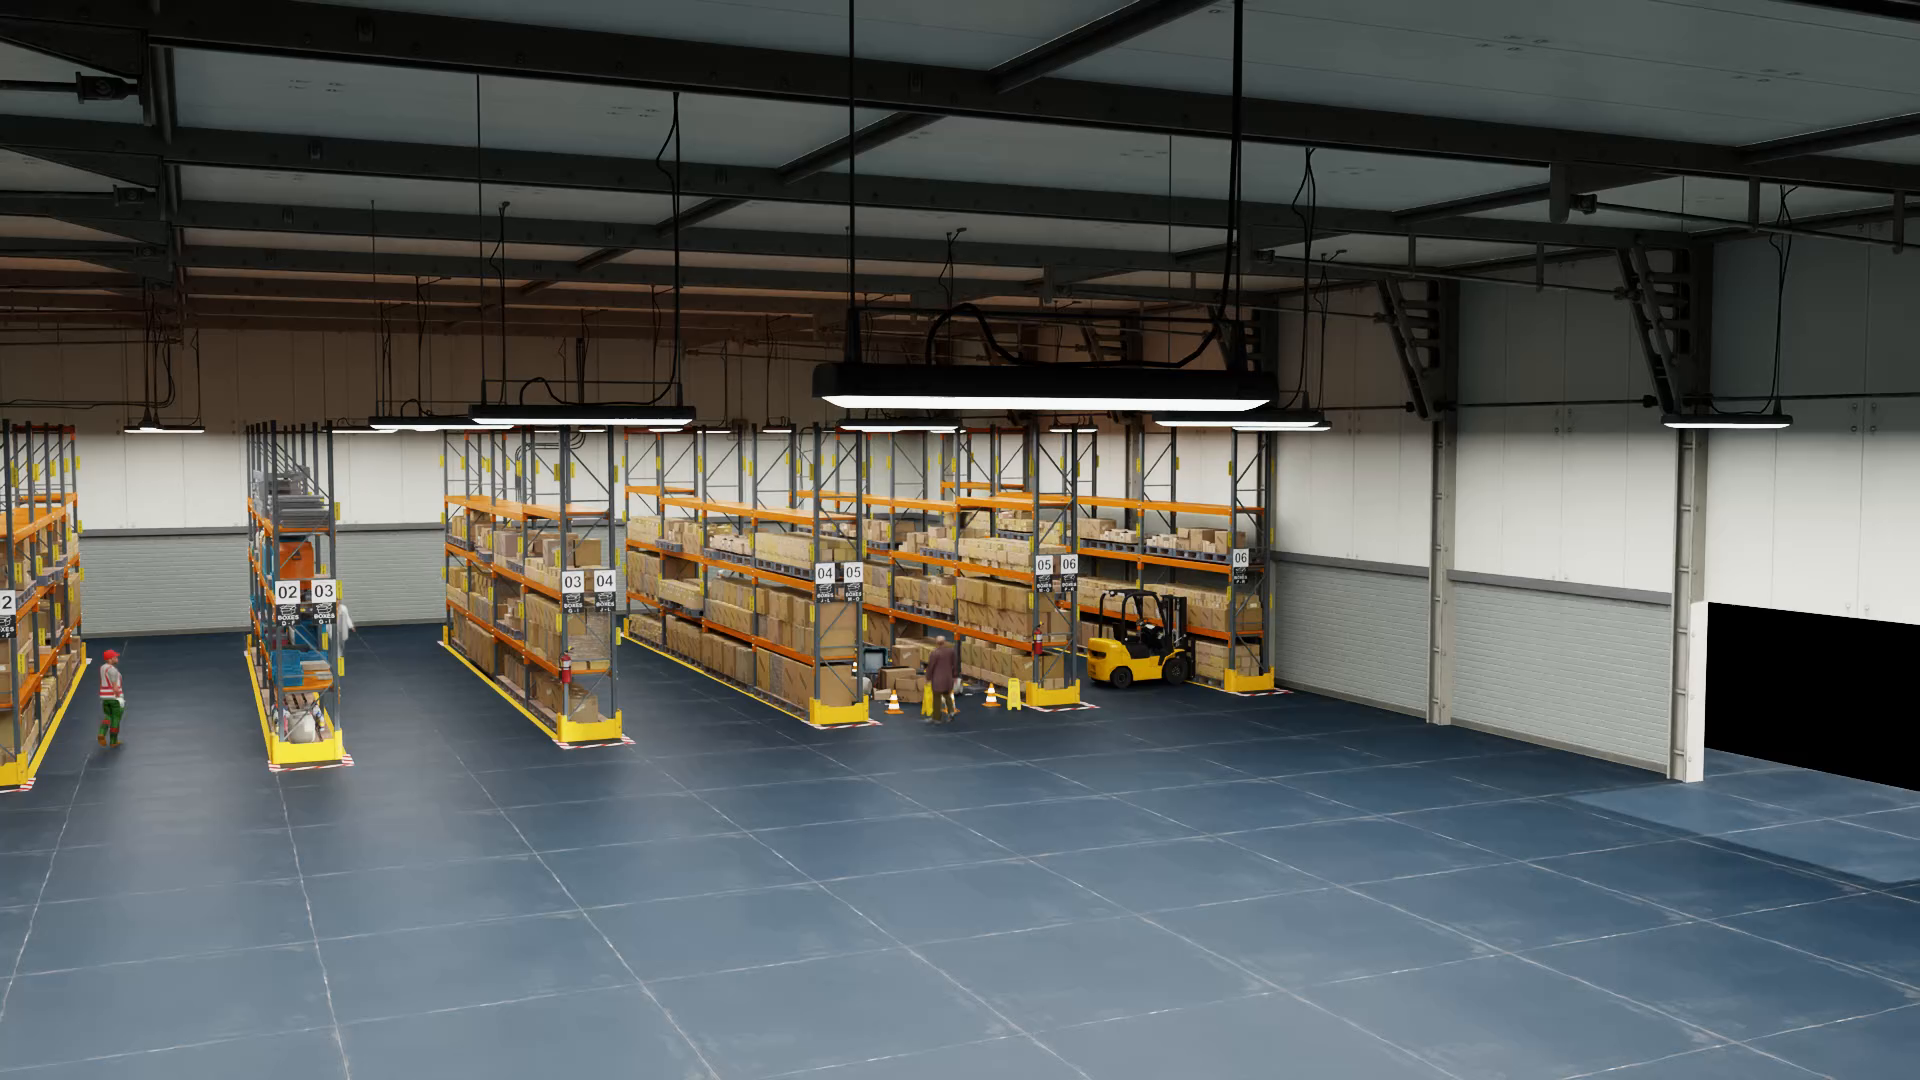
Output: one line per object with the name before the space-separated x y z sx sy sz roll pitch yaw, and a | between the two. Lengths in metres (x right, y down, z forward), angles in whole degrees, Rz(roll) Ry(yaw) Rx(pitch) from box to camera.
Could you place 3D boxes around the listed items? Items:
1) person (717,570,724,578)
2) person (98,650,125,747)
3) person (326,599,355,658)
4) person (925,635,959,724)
person | -7.308 1.729 50.489 0.549 1.644 0.749 0 4 4
person | -15.594 2.903 30.524 0.538 1.785 0.497 1 4 10
person | -15.549 2.252 41.629 0.703 1.737 1.114 -2 4 -35
person | -0.361 2.767 33.062 0.652 1.773 0.536 -2 4 -30
